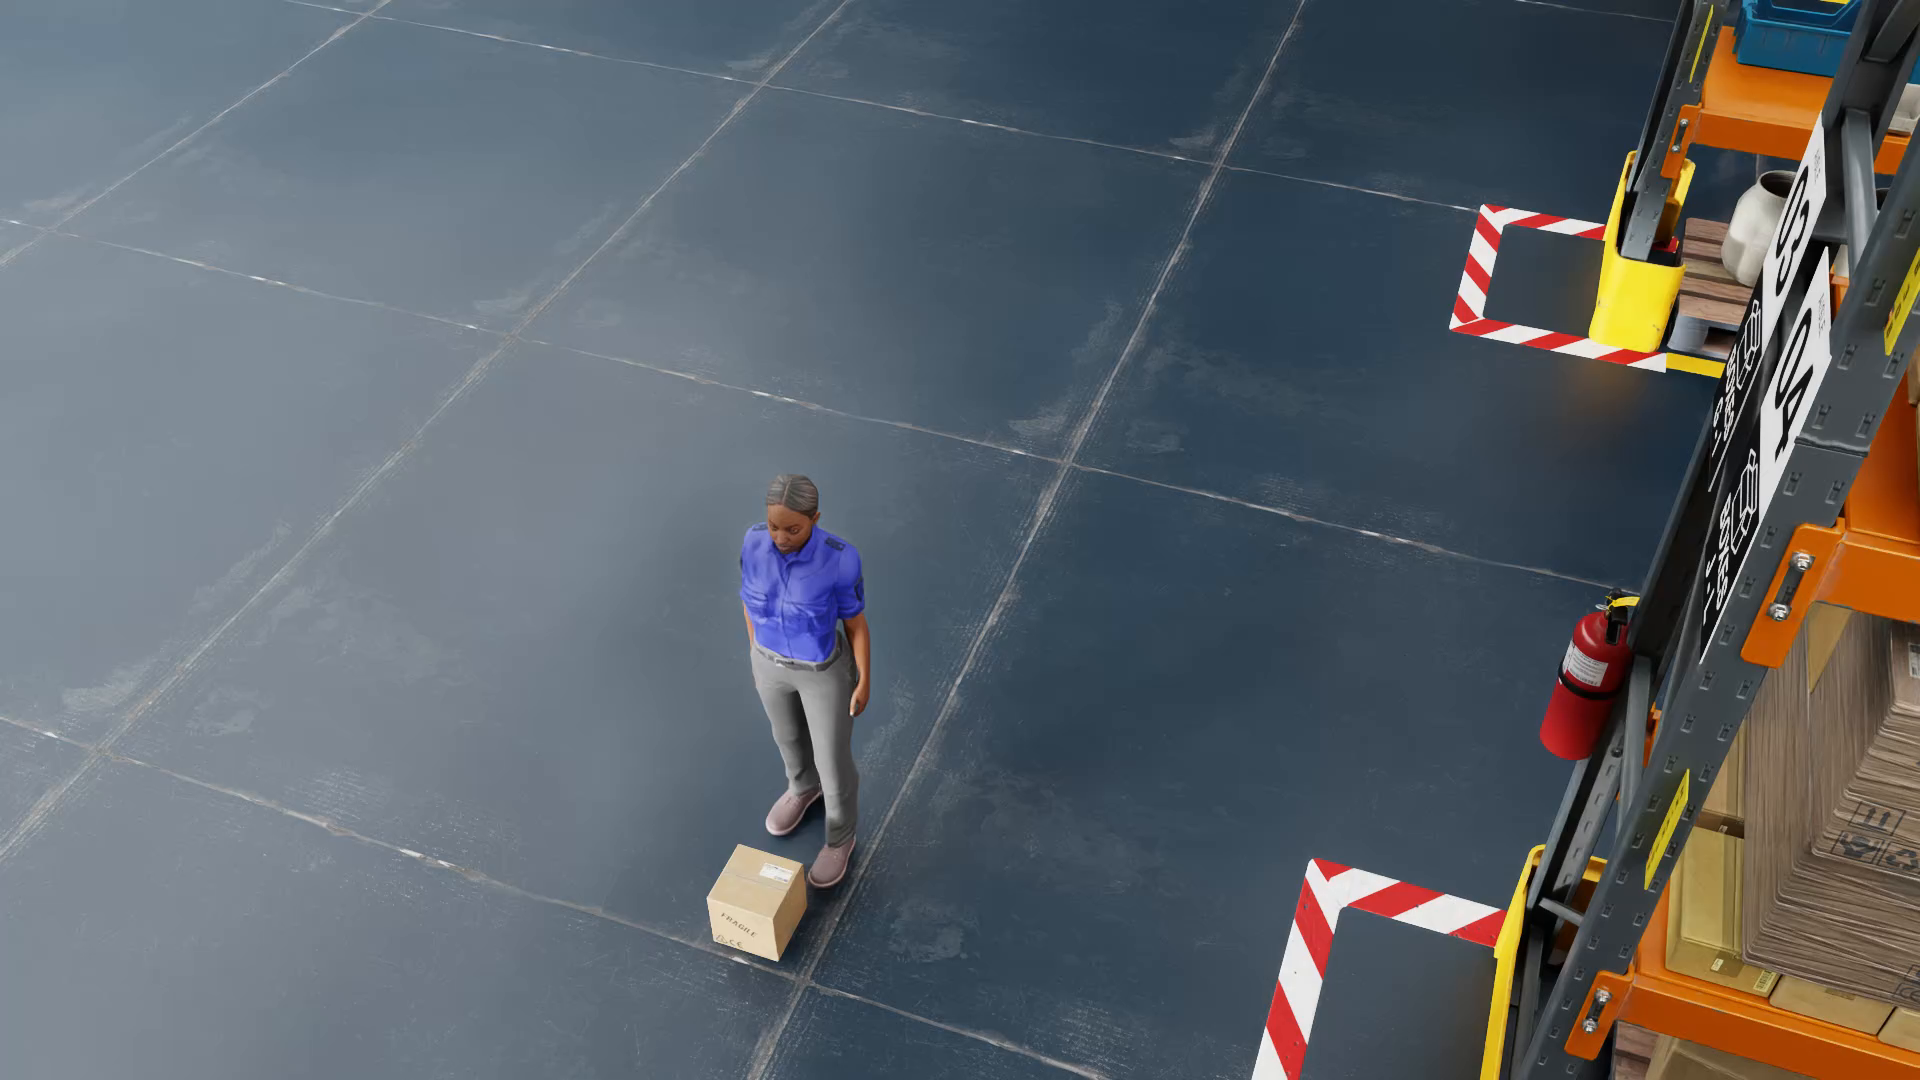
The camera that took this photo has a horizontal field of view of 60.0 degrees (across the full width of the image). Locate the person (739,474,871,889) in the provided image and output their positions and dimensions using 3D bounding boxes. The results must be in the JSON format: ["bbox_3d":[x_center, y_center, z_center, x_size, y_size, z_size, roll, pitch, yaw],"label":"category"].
[{"bbox_3d":[-0.549,0.480,5.621,0.456,1.658,0.472,14,44,15],"label":"person"}]
